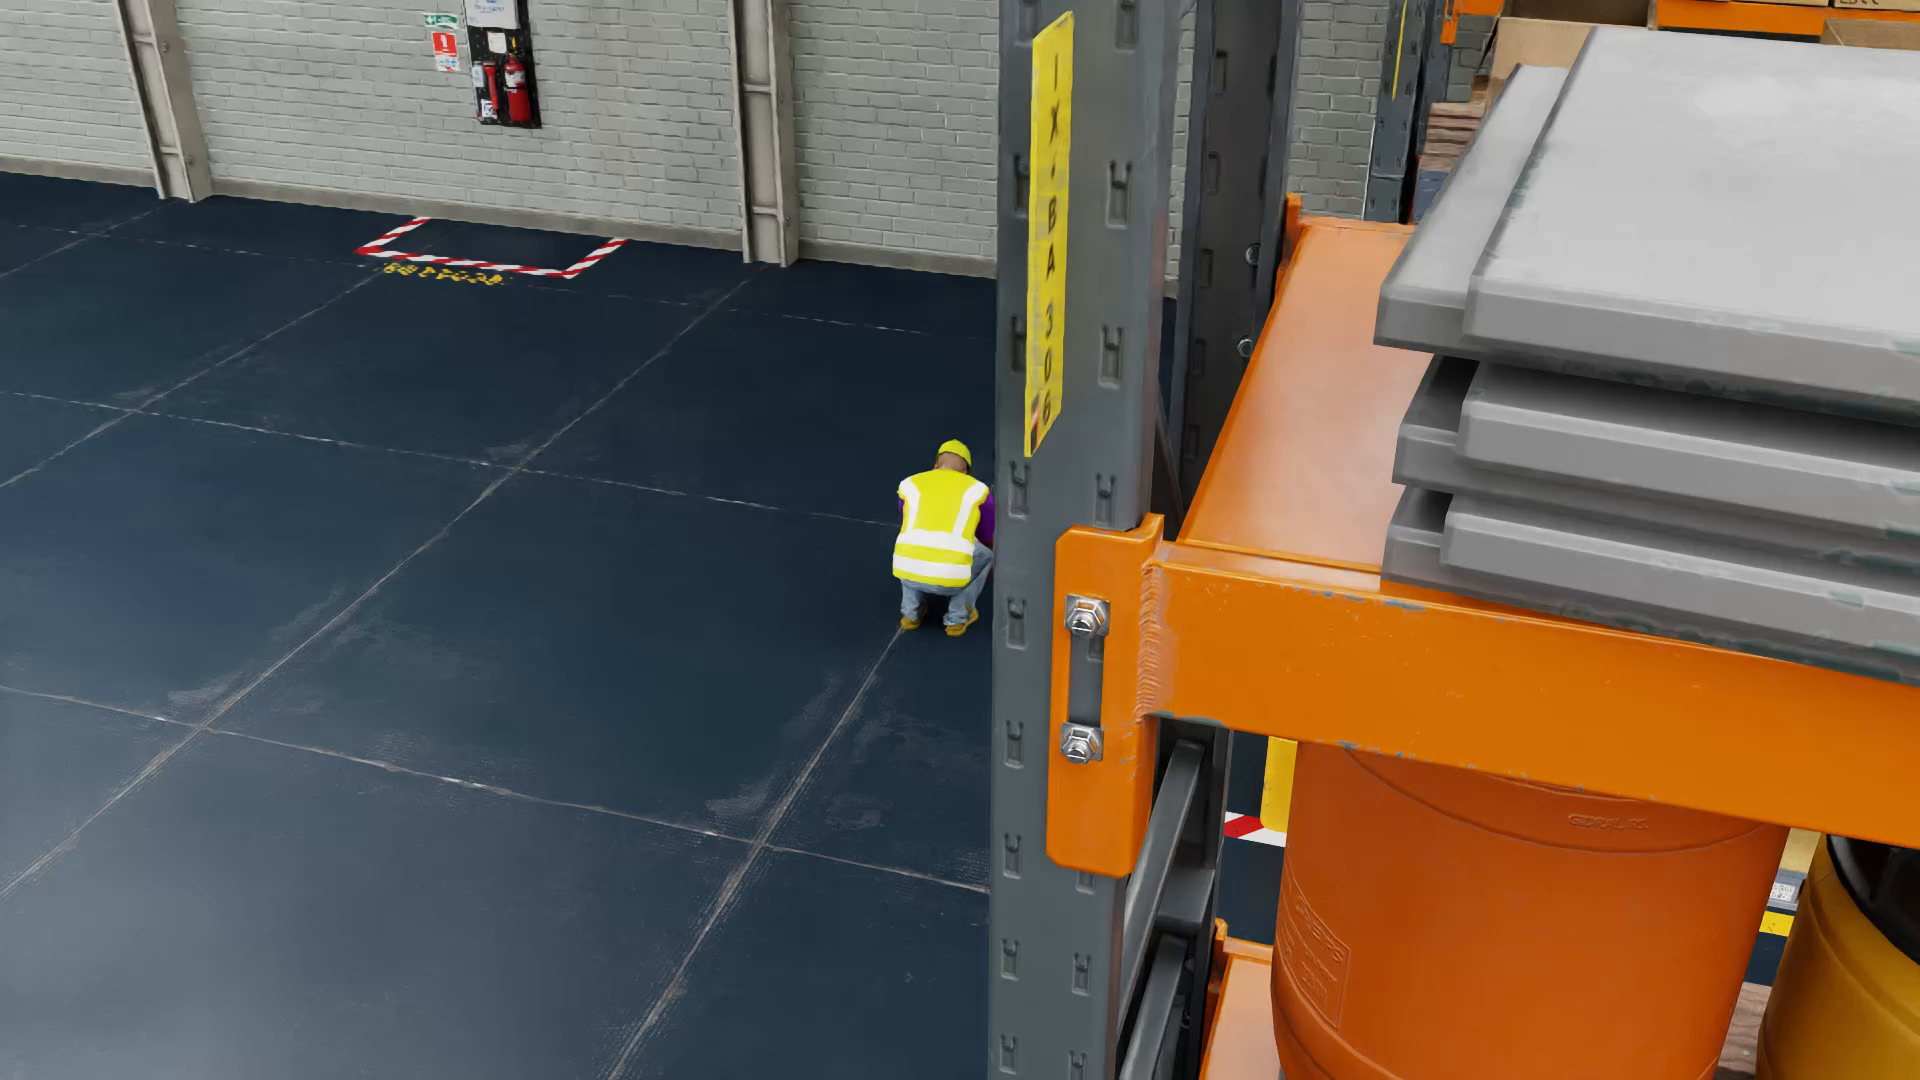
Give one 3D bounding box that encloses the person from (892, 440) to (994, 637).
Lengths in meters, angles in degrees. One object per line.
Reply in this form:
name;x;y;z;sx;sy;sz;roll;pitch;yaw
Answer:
person;-0.104;0.008;9.059;0.557;0.893;0.901;9;30;15
